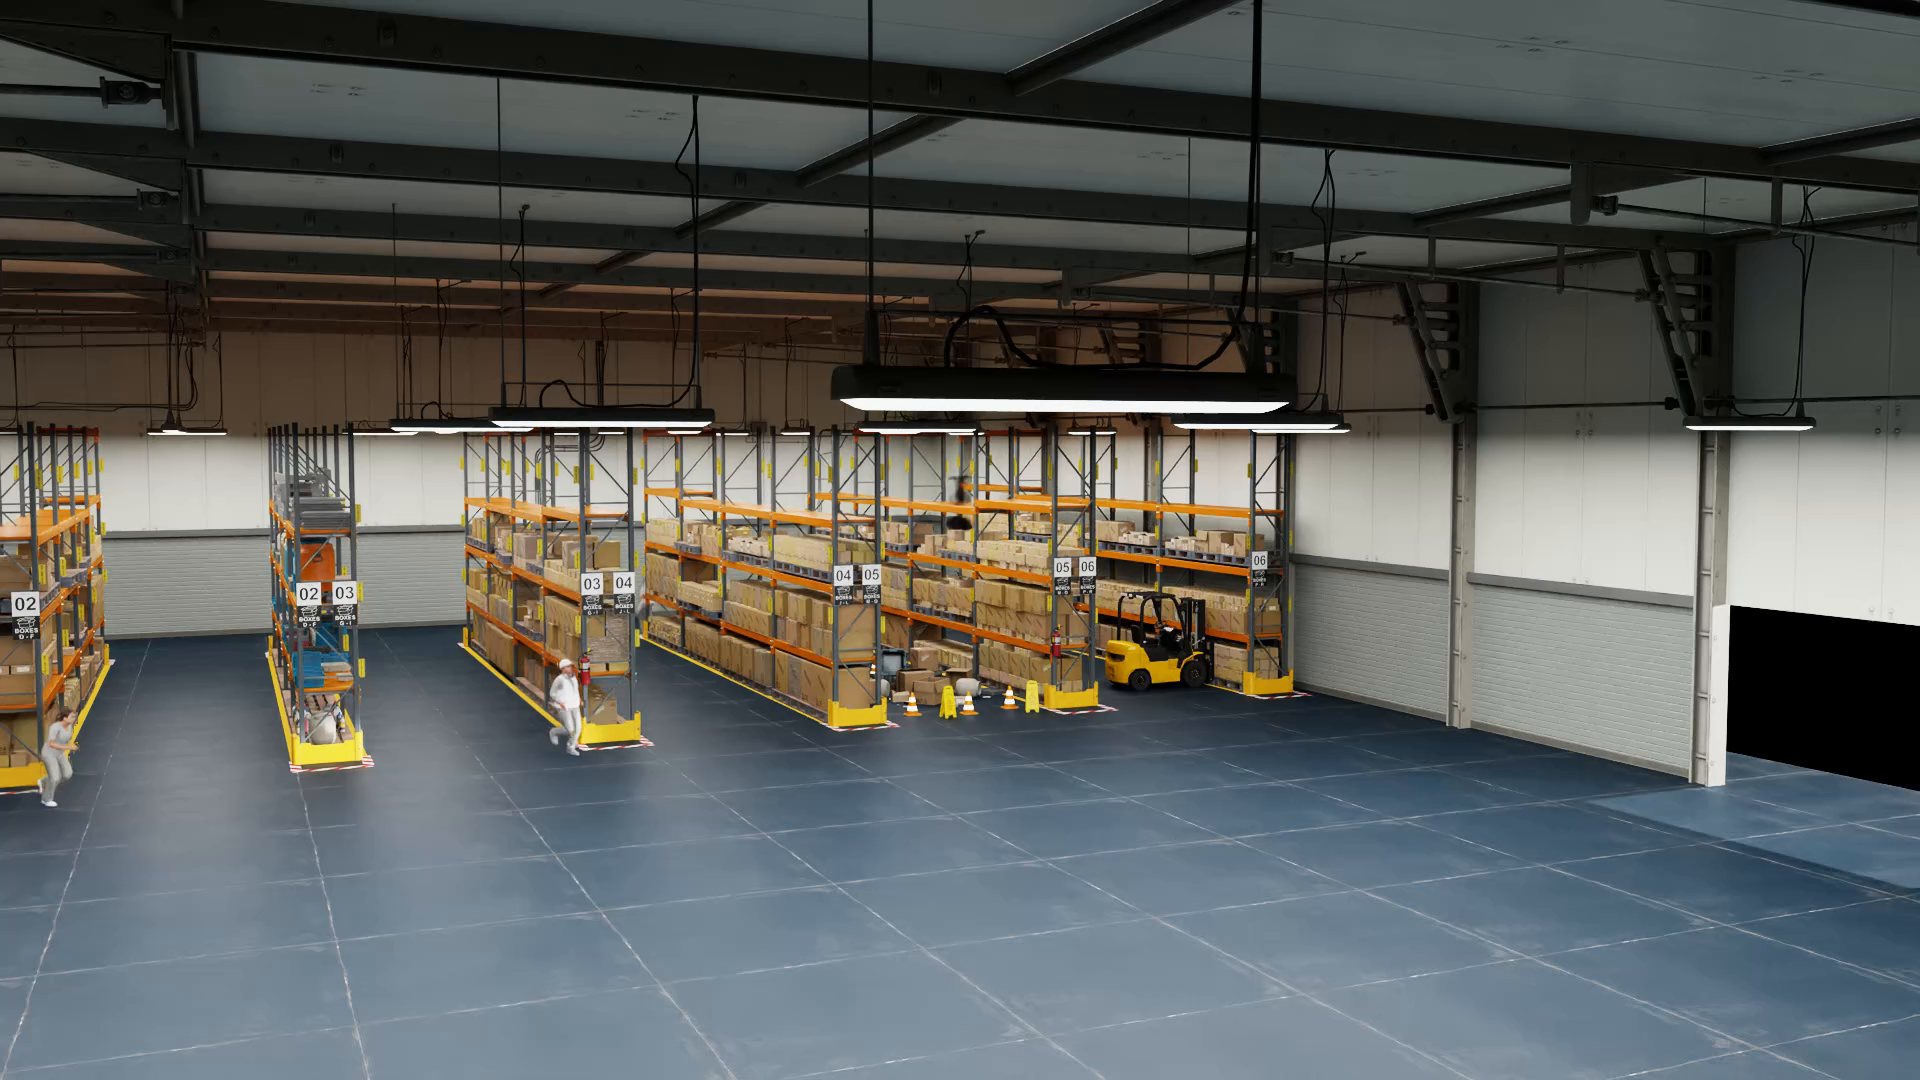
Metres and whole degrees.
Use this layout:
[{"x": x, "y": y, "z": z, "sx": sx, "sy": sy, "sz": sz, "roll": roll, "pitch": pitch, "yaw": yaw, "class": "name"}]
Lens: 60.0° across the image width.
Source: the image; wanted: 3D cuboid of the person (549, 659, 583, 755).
[{"x": -7.162, "y": 3.024, "z": 30.214, "sx": 0.638, "sy": 1.745, "sz": 0.670, "roll": 2, "pitch": 4, "yaw": 33, "class": "person"}]

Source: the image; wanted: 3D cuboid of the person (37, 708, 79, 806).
[{"x": -14.048, "y": 3.379, "z": 25.977, "sx": 0.778, "sy": 1.547, "sz": 0.579, "roll": 1, "pitch": 4, "yaw": 12, "class": "person"}]

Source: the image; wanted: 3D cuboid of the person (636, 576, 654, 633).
[{"x": -9.193, "y": 1.887, "z": 48.998, "sx": 0.693, "sy": 1.821, "sz": 0.706, "roll": 3, "pitch": 5, "yaw": 43, "class": "person"}]
